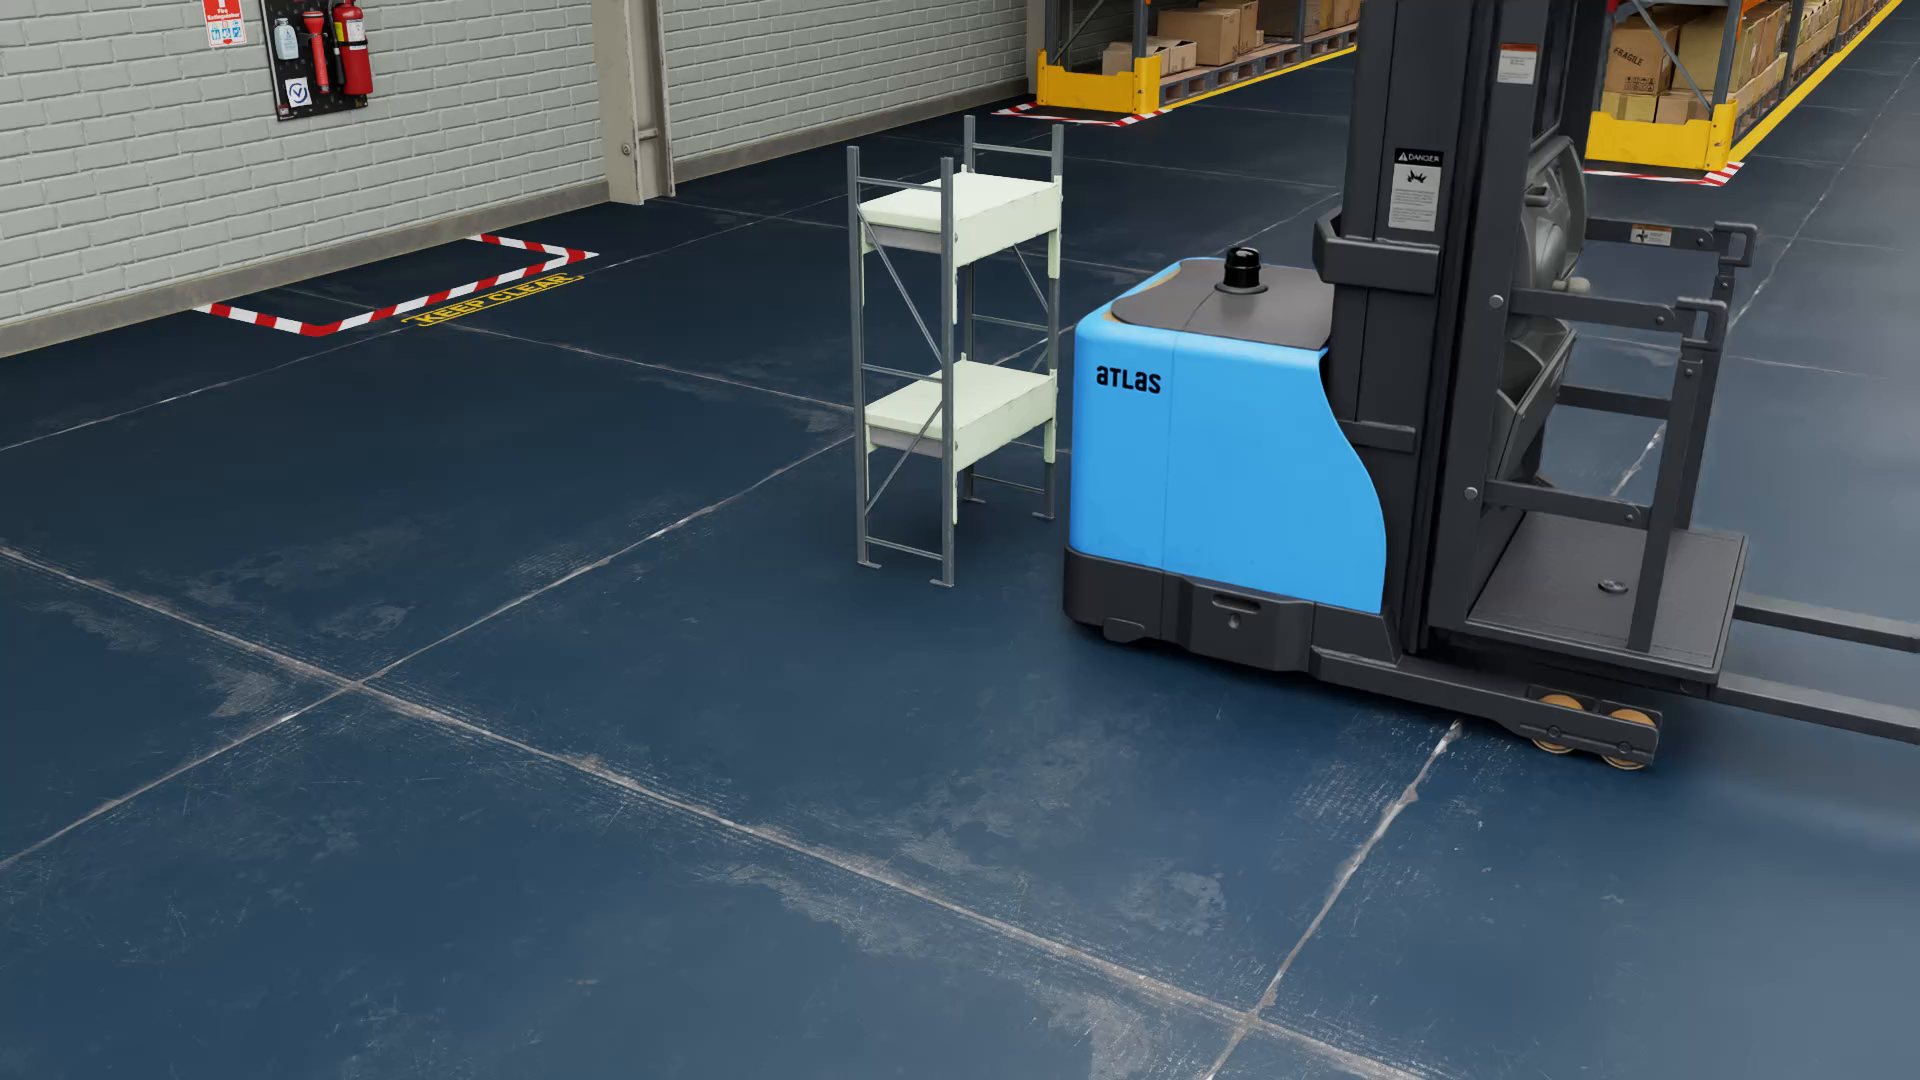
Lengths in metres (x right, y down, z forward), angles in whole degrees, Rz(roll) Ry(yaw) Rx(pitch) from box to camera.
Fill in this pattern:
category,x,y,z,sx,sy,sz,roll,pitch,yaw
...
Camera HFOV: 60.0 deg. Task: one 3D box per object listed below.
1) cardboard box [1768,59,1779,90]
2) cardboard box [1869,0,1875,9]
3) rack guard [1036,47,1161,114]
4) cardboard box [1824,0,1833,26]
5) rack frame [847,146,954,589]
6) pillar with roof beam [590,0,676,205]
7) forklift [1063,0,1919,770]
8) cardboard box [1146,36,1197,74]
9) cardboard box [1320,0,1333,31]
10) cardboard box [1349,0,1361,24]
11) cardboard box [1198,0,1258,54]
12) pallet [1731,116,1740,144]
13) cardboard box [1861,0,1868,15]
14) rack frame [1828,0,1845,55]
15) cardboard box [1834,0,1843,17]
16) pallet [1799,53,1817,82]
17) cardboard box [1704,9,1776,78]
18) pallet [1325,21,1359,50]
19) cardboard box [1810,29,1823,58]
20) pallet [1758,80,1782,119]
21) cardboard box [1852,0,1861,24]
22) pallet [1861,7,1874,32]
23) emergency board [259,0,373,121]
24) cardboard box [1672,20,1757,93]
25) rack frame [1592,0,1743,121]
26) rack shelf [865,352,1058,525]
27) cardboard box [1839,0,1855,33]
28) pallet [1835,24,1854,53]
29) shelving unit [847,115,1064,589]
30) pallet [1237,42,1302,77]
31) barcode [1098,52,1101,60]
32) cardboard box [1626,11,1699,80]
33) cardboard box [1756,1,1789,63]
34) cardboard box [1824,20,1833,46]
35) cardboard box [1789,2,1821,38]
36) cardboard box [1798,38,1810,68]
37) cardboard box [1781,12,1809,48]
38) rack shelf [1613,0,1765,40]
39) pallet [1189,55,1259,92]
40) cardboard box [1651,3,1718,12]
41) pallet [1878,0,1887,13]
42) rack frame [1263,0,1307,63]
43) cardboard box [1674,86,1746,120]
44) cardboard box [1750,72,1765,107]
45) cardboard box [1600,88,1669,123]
category,x,y,z,sx,sy,sz,roll,pitch,yaw
cardboard box,7.238,-4.311,15.364,0.500,0.250,0.500,14,27,29
cardboard box,11.772,-7.277,21.877,0.500,0.500,0.500,14,27,29
rack guard,1.289,-4.314,15.586,1.175,0.500,0.348,14,27,29
cardboard box,9.075,-5.712,17.896,0.500,0.311,0.500,14,27,29
rack frame,-0.197,-0.562,5.661,0.400,1.500,0.023,14,27,29
pillar with roof beam,1.376,-5.679,8.041,9.100,9.000,0.400,14,27,29
forklift,1.888,-0.932,4.713,3.031,2.935,1.130,12,26,25
cardboard box,1.991,-4.811,16.417,0.500,0.311,0.500,16,28,33
cardboard box,3.963,-6.277,19.567,0.700,0.500,0.500,13,27,28
cardboard box,4.525,-6.613,20.344,0.700,0.500,0.500,14,27,29
cardboard box,2.845,-5.482,17.729,0.500,0.500,0.500,12,26,25
pallet,5.827,-3.386,13.806,1.003,0.211,1.213,14,27,29
cardboard box,11.240,-6.943,21.104,0.500,0.500,0.500,14,27,30
rack frame,9.679,-7.099,18.872,1.000,3.000,0.127,14,27,29
cardboard box,9.612,-6.059,18.696,0.500,0.311,0.500,15,27,30
pallet,8.567,-5.139,17.856,1.003,0.211,1.213,14,27,29
cardboard box,6.725,-4.314,14.428,0.500,0.500,0.500,14,27,29
pallet,4.411,-6.182,20.265,1.003,0.211,1.213,14,27,29
cardboard box,8.803,-5.283,17.610,0.500,0.250,0.500,14,27,30
pallet,7.114,-4.209,15.708,1.003,0.211,1.213,14,27,29
cardboard box,10.702,-6.593,20.298,0.500,0.500,0.500,13,27,28
pallet,11.392,-6.887,21.892,1.003,0.211,1.213,14,27,29
emergency board,-3.618,-3.002,9.409,0.194,1.169,0.643,14,27,29
cardboard box,6.193,-3.977,13.650,0.500,0.500,0.500,14,27,29
rack frame,5.459,-4.399,12.635,1.000,3.000,0.127,14,27,29
rack shelf,-0.004,-0.387,6.076,0.431,0.370,0.720,14,27,29
cardboard box,10.162,-6.247,19.498,0.500,0.500,0.500,15,28,31
pallet,10.105,-6.063,19.990,1.003,0.211,1.213,14,27,29
shelving unit,-0.004,-0.686,5.947,0.431,1.500,0.755,14,27,29
pallet,3.035,-5.272,18.162,1.003,0.211,1.213,14,27,29
barcode,1.360,-4.712,16.179,0.001,0.075,0.075,14,27,29
cardboard box,6.004,-4.258,14.298,0.500,0.500,0.500,14,27,29
cardboard box,7.237,-4.655,15.216,0.500,0.500,0.500,14,27,29
cardboard box,9.340,-5.626,18.403,0.500,0.250,0.500,14,27,28
cardboard box,8.539,-5.367,17.099,0.500,0.311,0.500,13,27,27
cardboard box,8.263,-4.936,16.809,0.500,0.250,0.500,15,27,30
cardboard box,7.999,-5.024,16.307,0.500,0.311,0.500,14,27,29
rack shelf,6.514,-4.744,14.337,1.077,0.370,4.000,14,27,29
pallet,2.392,-4.858,17.207,1.003,0.211,1.213,14,27,29
cardboard box,6.531,-4.595,15.078,0.500,0.500,0.500,14,27,29
pallet,12.795,-7.814,24.035,1.003,0.211,1.213,14,27,29
rack frame,3.359,-6.786,18.149,1.000,3.000,0.127,14,27,29
cardboard box,6.192,-3.633,13.800,0.500,0.250,0.500,14,27,29
cardboard box,6.724,-3.970,14.577,0.500,0.250,0.500,14,27,29
cardboard box,5.491,-3.572,13.659,0.500,0.250,0.500,14,27,29
